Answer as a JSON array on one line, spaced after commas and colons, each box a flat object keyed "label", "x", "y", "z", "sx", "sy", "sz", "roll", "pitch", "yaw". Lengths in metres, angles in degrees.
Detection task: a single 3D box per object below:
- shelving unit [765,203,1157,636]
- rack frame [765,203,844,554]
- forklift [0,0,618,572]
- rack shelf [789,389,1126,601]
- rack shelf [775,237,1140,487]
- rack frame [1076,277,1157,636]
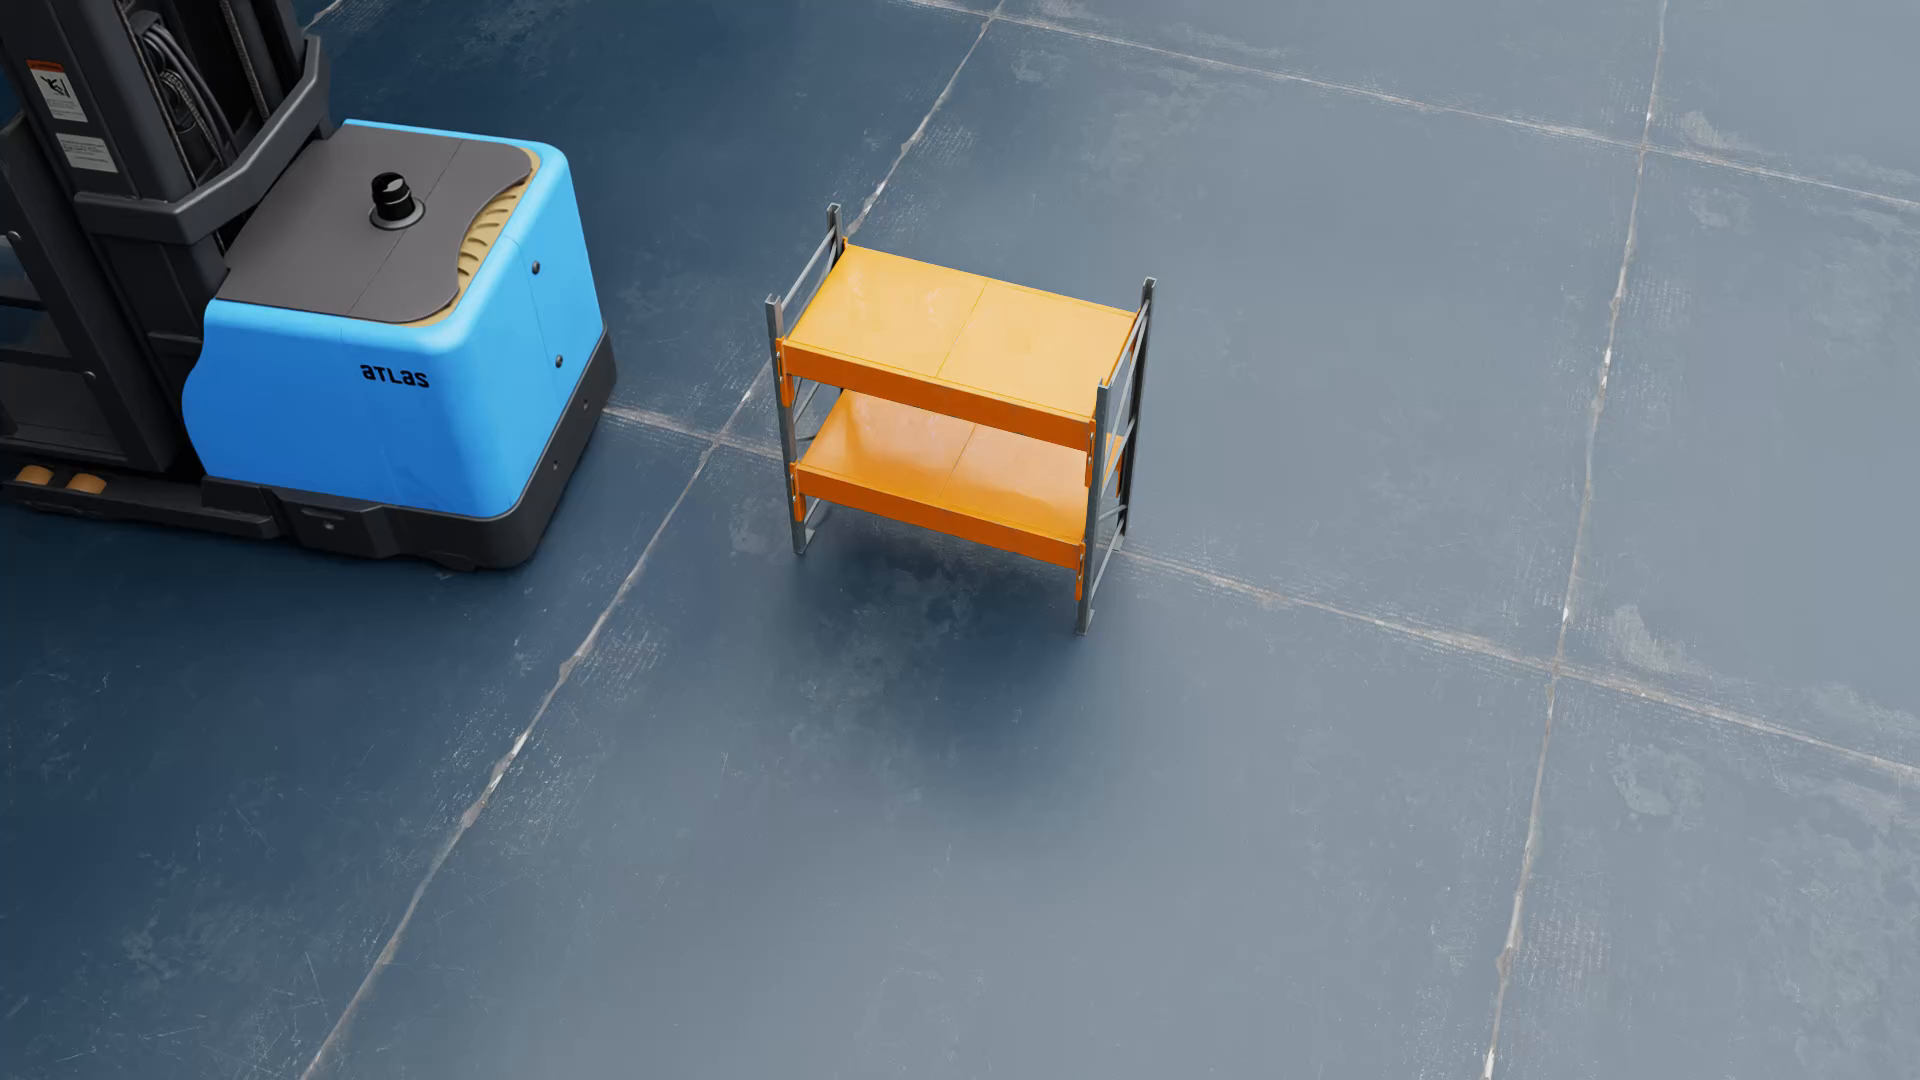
[{"label": "shelving unit", "x": 0.006, "y": -0.367, "z": 5.323, "sx": 1.048, "sy": 1.125, "sz": 0.538, "roll": 16, "pitch": 51, "yaw": 13}, {"label": "rack frame", "x": -0.471, "y": -0.500, "z": 5.439, "sx": 0.032, "sy": 1.125, "sz": 0.500, "roll": 16, "pitch": 51, "yaw": 13}, {"label": "forklift", "x": -2.842, "y": -1.416, "z": 5.037, "sx": 3.031, "sy": 2.935, "sz": 1.130, "roll": 9, "pitch": 50, "yaw": 7}, {"label": "rack shelf", "x": 0.006, "y": -0.207, "z": 5.508, "sx": 1.000, "sy": 0.278, "sz": 0.538, "roll": 16, "pitch": 51, "yaw": 13}, {"label": "rack shelf", "x": 0.006, "y": -0.558, "z": 5.102, "sx": 1.000, "sy": 0.278, "sz": 0.538, "roll": 16, "pitch": 51, "yaw": 13}, {"label": "rack frame", "x": 0.483, "y": -0.234, "z": 5.208, "sx": 0.032, "sy": 1.125, "sz": 0.500, "roll": 16, "pitch": 51, "yaw": 13}]
